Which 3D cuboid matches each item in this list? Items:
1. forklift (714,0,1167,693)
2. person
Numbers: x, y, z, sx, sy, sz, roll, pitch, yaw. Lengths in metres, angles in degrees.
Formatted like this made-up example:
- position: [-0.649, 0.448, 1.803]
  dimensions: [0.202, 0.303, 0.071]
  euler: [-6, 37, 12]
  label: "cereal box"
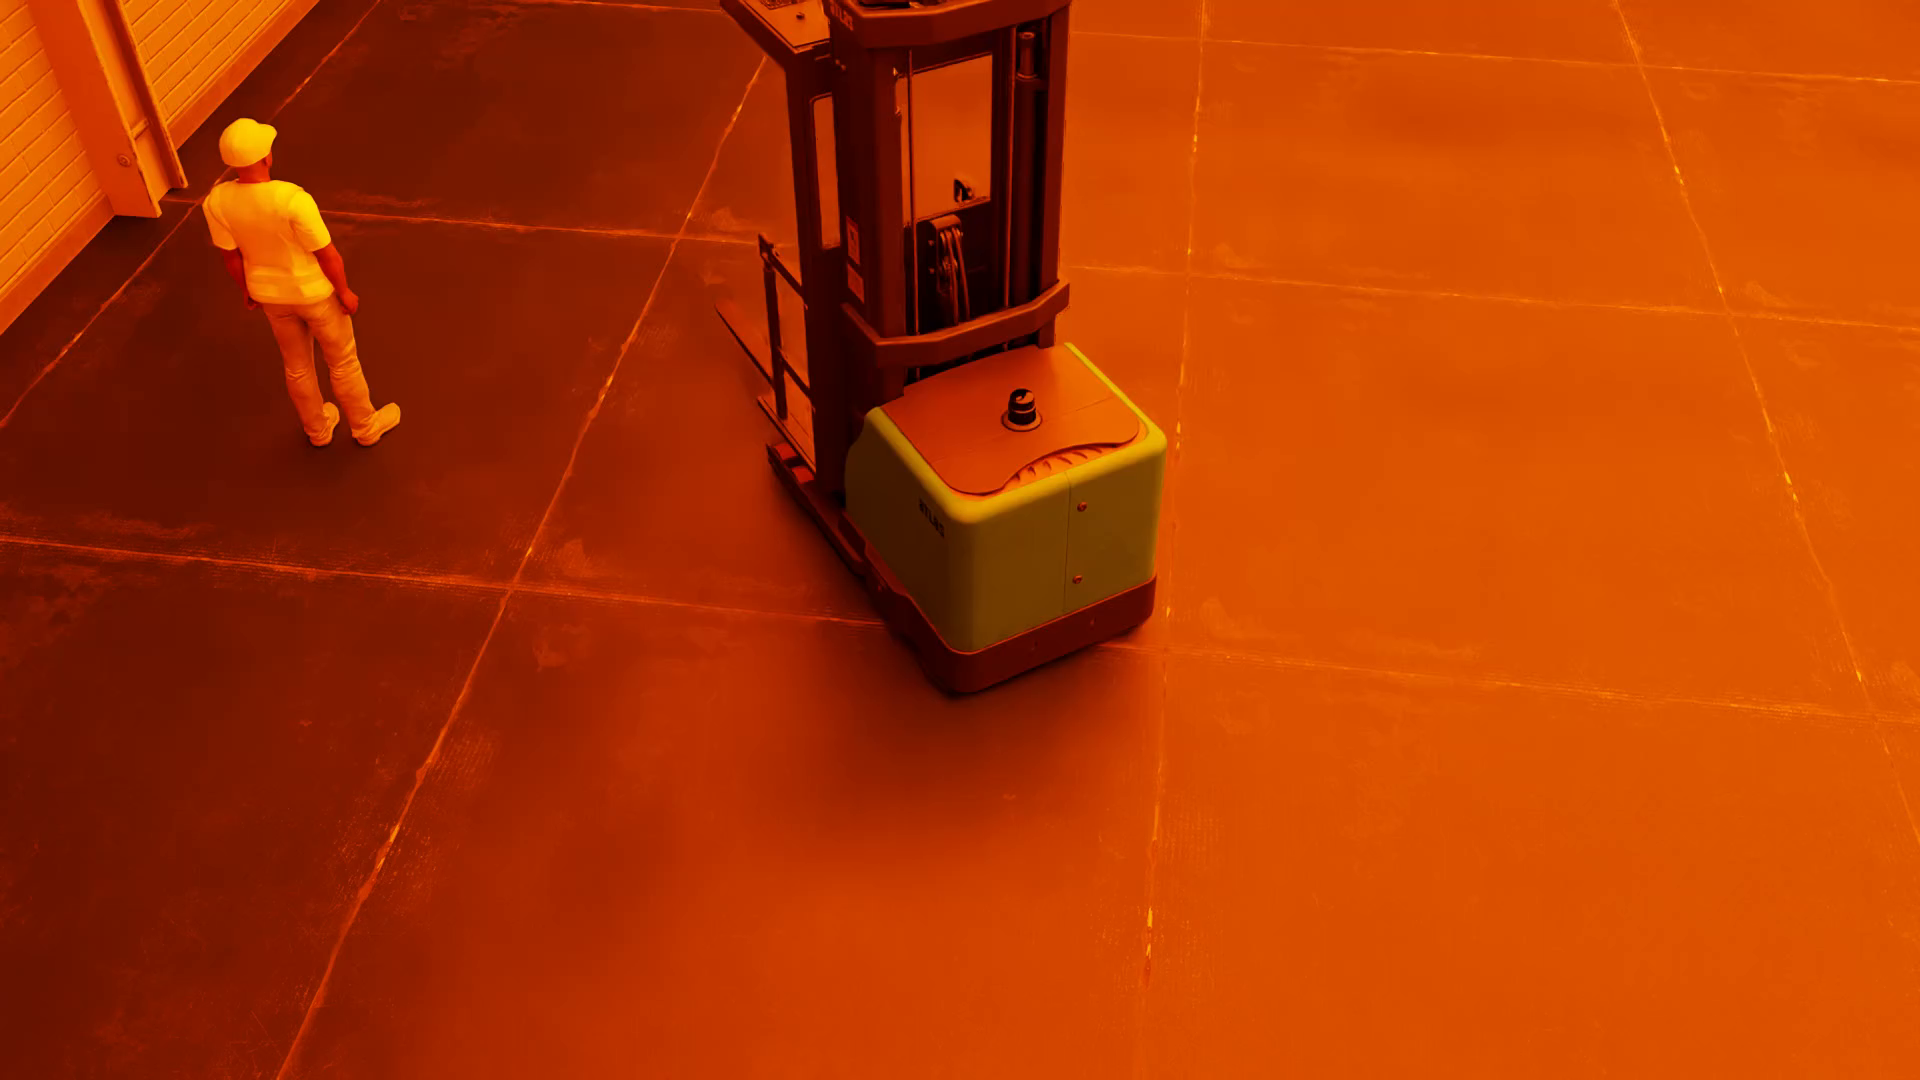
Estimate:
- position: [-0.294, -1.417, 7.267]
  dimensions: [1.130, 2.935, 3.031]
  euler: [-21, 46, -21]
  label: "forklift"
- position: [-3.144, -1.199, 7.891]
  dimensions: [0.556, 1.770, 0.392]
  euler: [3, 43, 4]
  label: "person"
